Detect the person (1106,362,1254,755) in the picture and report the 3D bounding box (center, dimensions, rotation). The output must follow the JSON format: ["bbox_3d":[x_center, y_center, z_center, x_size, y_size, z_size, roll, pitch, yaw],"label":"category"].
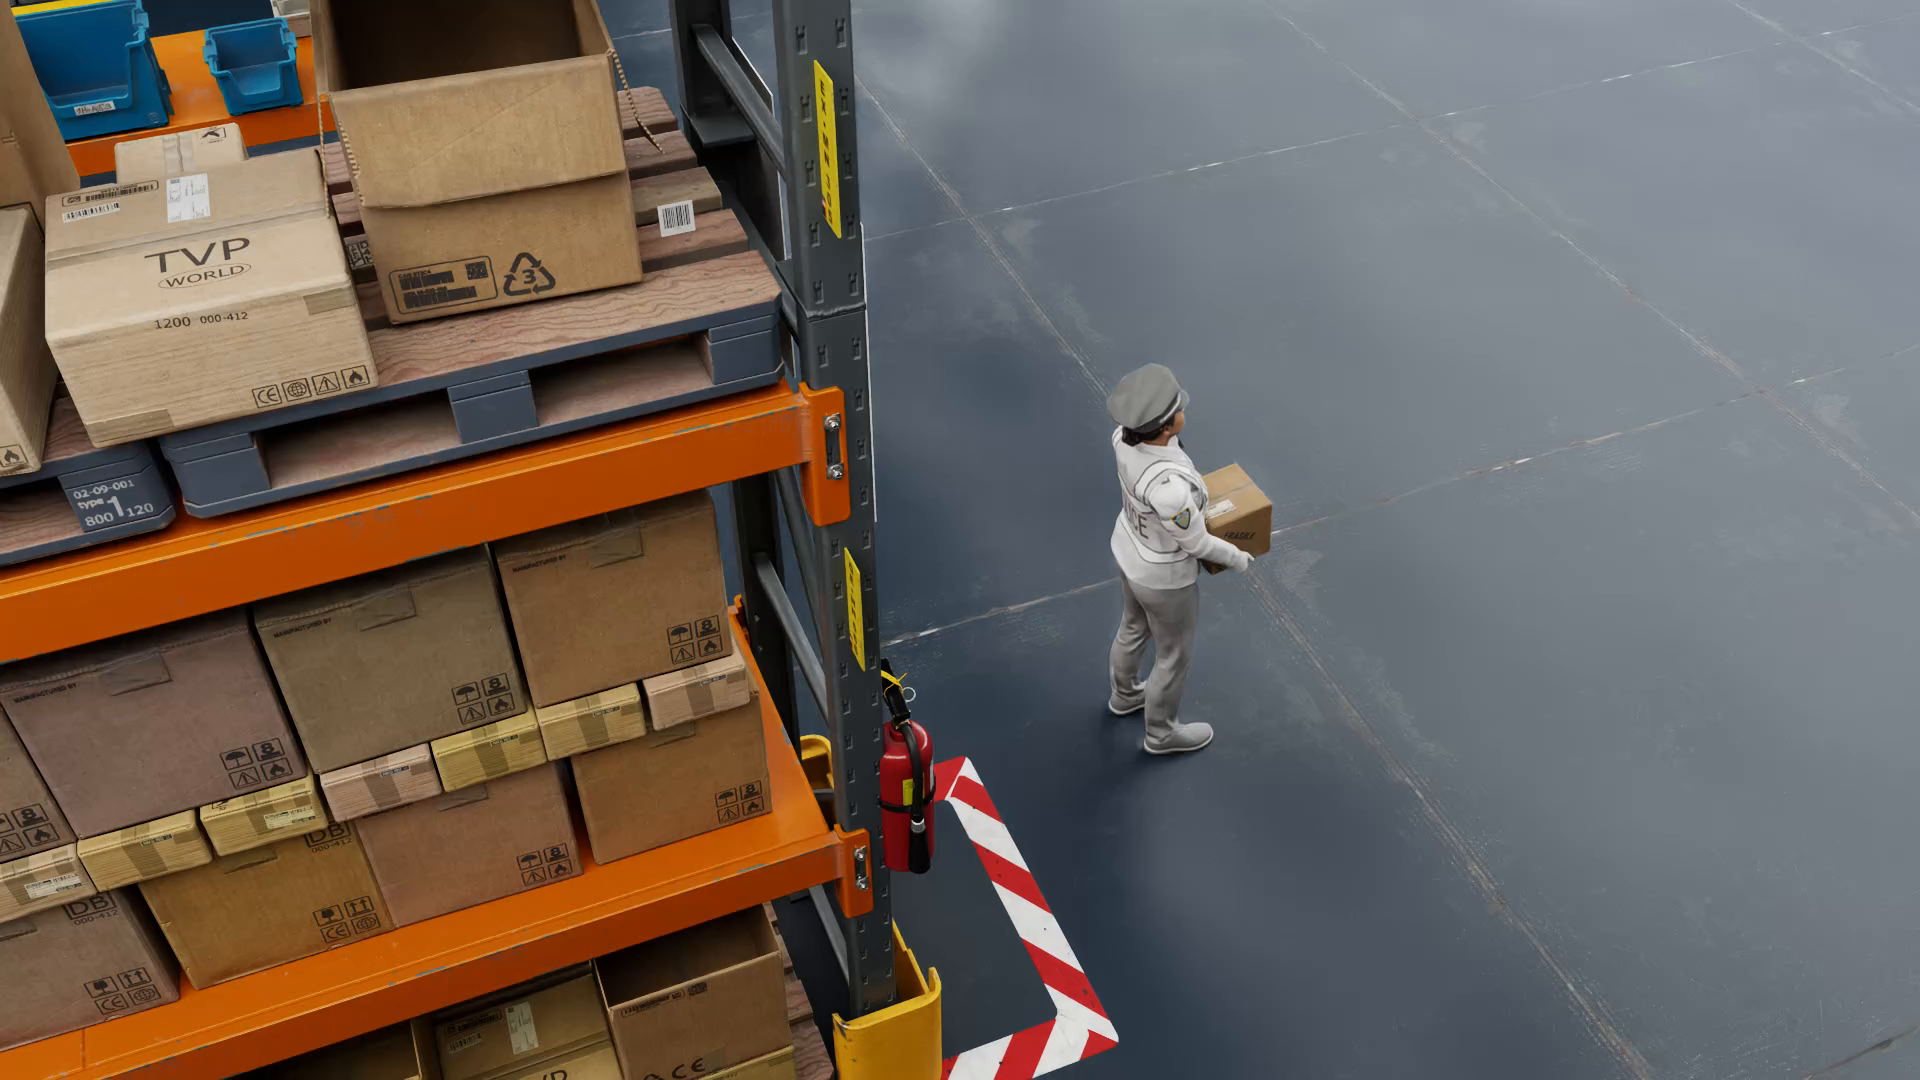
[{"bbox_3d":[0.765,0.067,6.057,0.543,1.700,0.471,-12,43,-13],"label":"person"}]
